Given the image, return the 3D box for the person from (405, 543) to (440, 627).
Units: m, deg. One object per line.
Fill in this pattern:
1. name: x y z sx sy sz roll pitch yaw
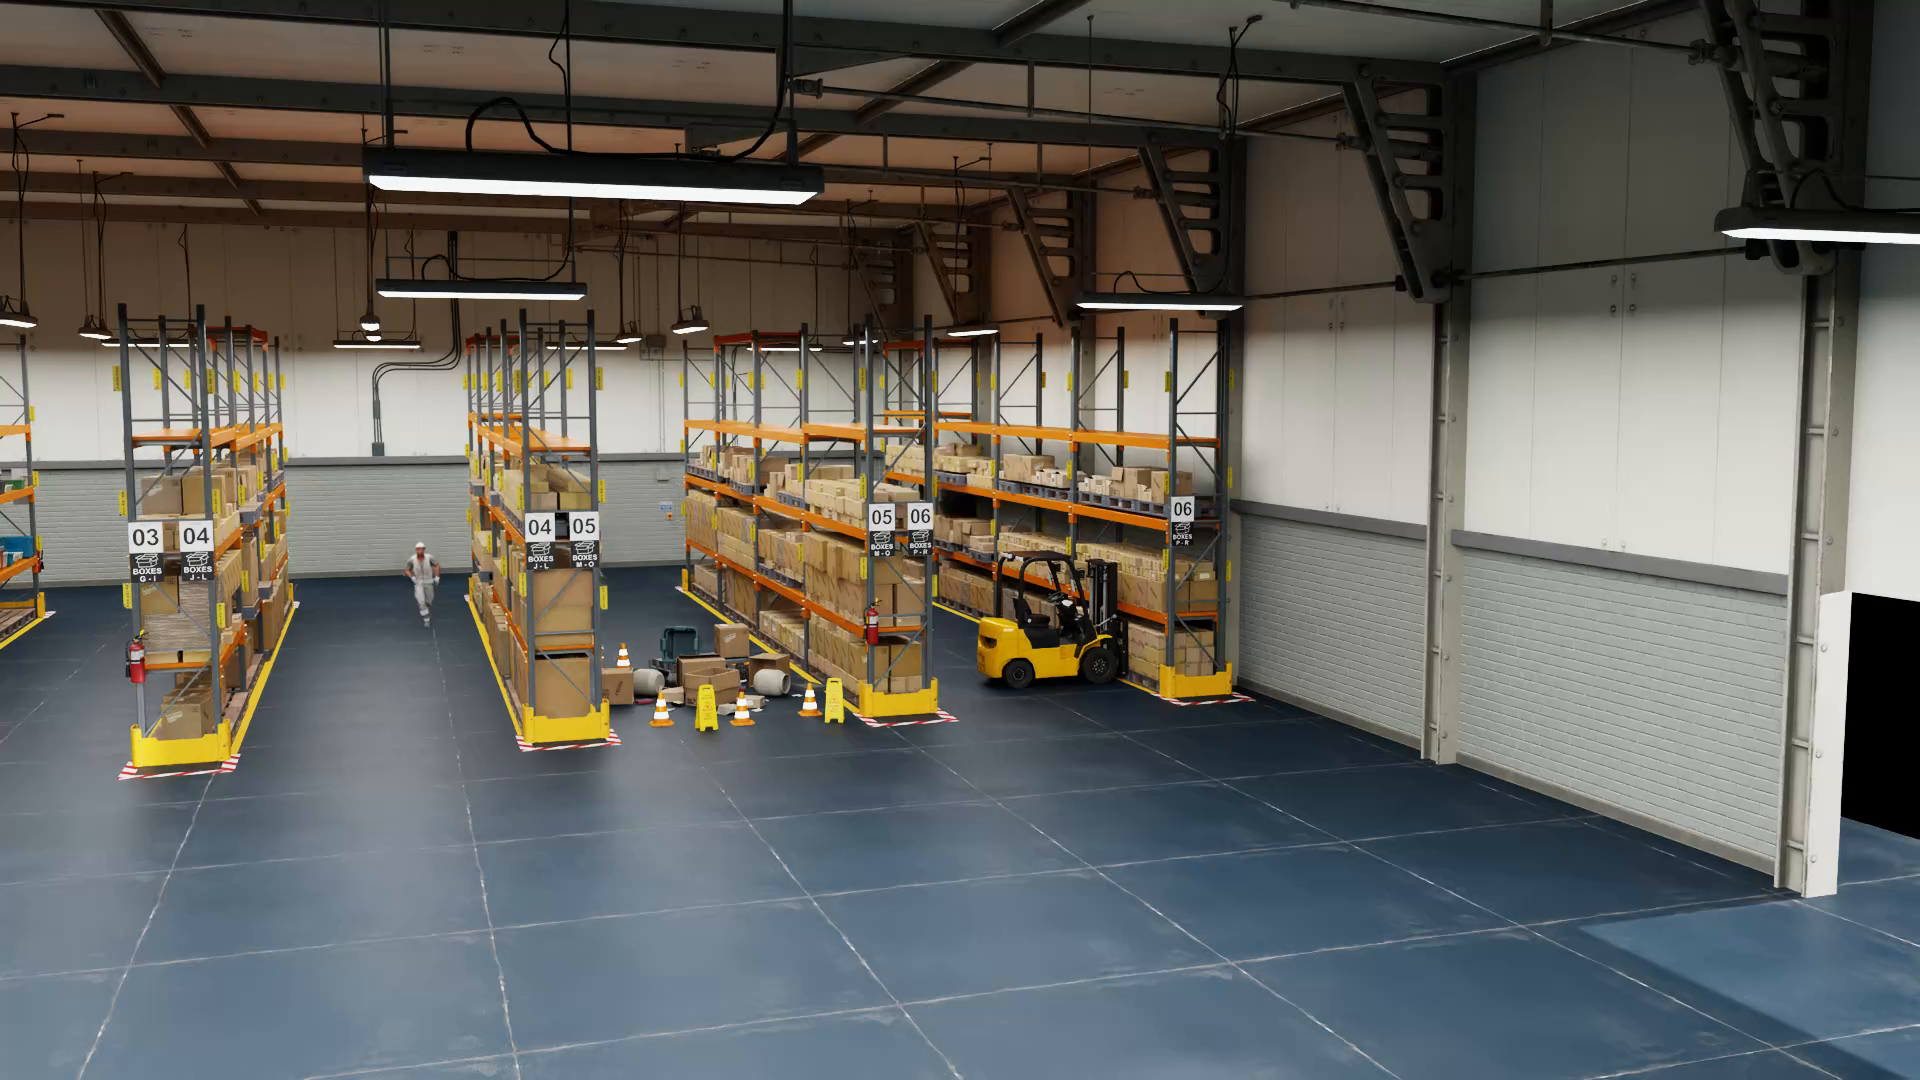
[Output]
1. person: -11.082 0.906 34.297 0.692 1.742 0.729 -2 6 -23
